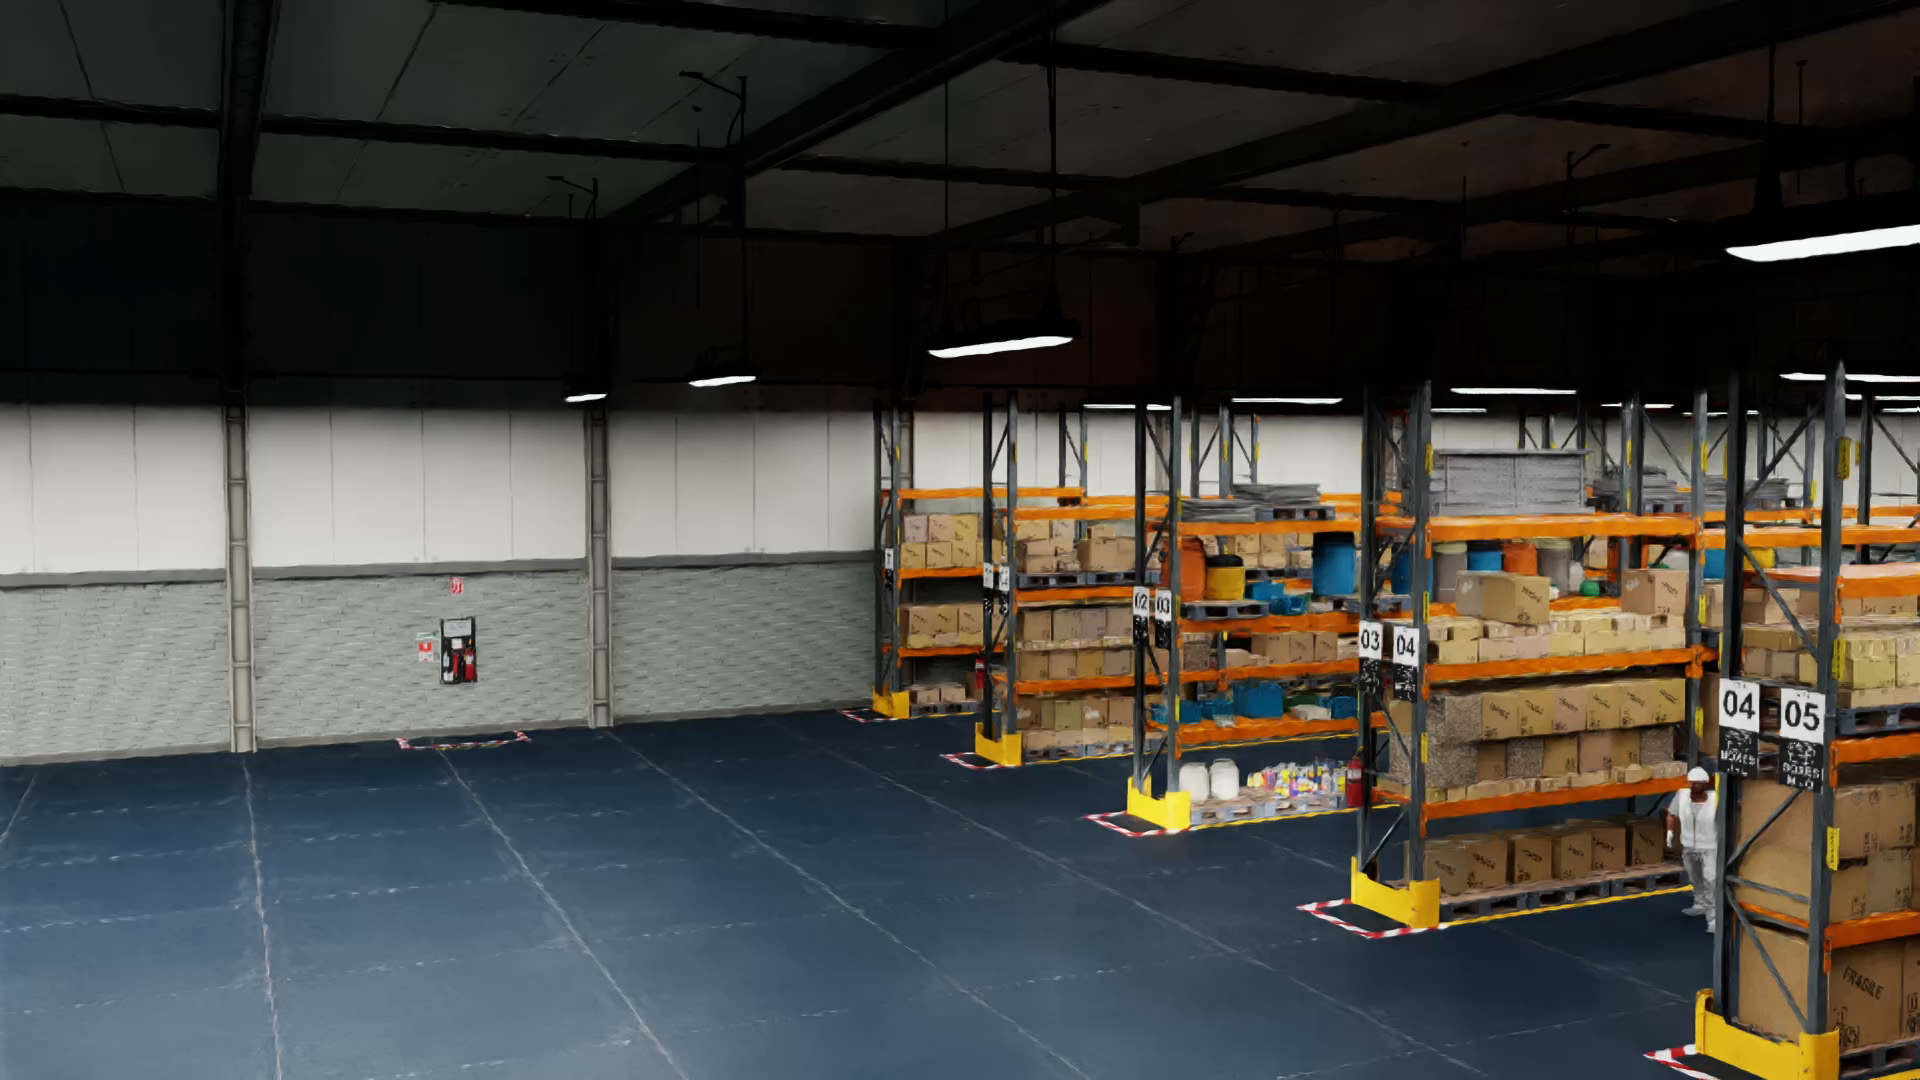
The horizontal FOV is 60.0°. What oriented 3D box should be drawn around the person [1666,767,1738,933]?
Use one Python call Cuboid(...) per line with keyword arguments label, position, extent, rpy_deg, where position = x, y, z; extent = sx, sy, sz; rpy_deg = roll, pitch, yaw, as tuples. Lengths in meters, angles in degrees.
Cuboid(label="person", position=(7.938, 3.264, 17.779), extent=(0.846, 1.723, 0.692), rpy_deg=(-3, 4, -41))
